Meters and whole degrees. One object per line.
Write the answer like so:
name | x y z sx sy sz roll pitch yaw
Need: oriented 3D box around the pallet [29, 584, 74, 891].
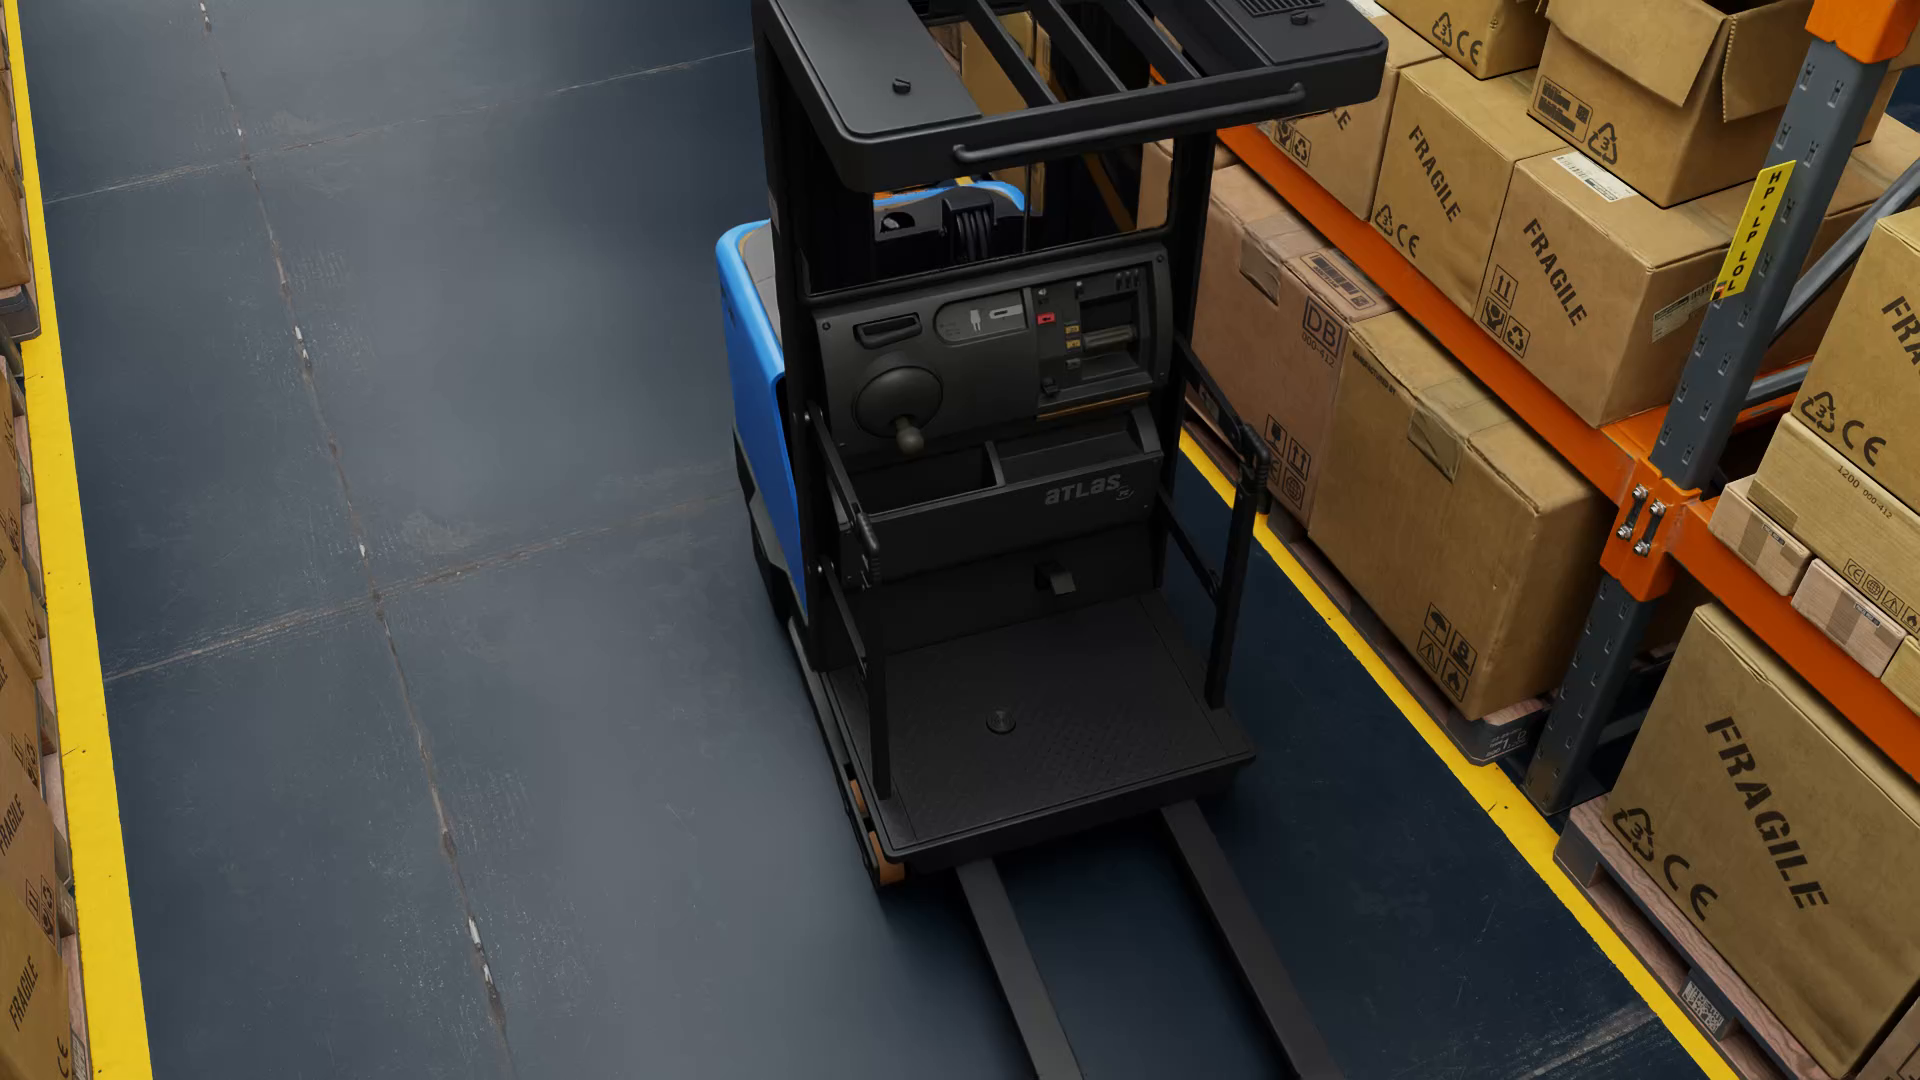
pallet | -3.230 0.688 4.902 1.003 0.211 1.213 -18 47 -17

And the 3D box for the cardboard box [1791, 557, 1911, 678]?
cardboard box | 2.092 0.113 3.678 0.380 0.149 0.250 -20 48 -19

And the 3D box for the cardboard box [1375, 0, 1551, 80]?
cardboard box | 1.604 -1.668 4.520 0.797 0.503 0.637 -18 47 -17

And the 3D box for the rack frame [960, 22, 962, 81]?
rack frame | 0.477 -2.979 6.634 1.000 3.000 0.127 -18 47 -17

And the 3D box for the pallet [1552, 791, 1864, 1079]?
pallet | 2.407 1.070 4.515 1.003 0.211 1.213 -18 47 -17

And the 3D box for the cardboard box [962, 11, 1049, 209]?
cardboard box | 0.748 -1.927 6.781 1.225 0.875 0.875 -20 48 -19

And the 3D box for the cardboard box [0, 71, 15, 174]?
cardboard box | -4.611 -1.898 6.841 1.050 0.750 0.750 -17 47 -17

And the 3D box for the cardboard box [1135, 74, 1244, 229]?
cardboard box | 1.116 -1.356 6.203 1.225 0.875 0.875 -18 47 -17

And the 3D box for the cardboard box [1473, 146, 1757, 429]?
cardboard box | 1.714 -0.683 4.236 0.500 0.500 0.500 -18 47 -17

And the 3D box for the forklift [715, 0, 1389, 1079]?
forklift | 0.170 -0.387 4.055 1.130 2.935 3.031 -13 46 -13

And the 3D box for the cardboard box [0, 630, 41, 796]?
cardboard box | -2.911 0.495 4.594 0.500 0.500 0.500 -17 47 -17

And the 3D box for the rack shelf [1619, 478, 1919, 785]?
rack shelf | 2.999 1.100 3.011 1.077 0.370 4.000 -18 47 -17

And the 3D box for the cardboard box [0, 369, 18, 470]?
cardboard box | -3.552 -0.496 5.598 0.500 0.500 0.500 -18 47 -18

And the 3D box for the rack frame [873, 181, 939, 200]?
rack frame | -0.184 -0.816 5.722 0.240 1.200 0.006 -13 46 -13

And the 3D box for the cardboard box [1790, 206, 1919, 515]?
cardboard box | 2.128 -0.369 3.349 0.500 0.500 0.500 -18 47 -17

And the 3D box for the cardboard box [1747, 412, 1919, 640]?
cardboard box | 2.118 -0.106 3.617 0.500 0.250 0.500 -19 48 -18

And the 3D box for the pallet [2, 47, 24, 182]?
pallet | -4.838 -1.887 7.512 1.003 0.211 1.213 -18 47 -17

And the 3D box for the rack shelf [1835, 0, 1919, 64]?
rack shelf | 2.999 0.033 1.958 1.077 0.370 4.000 -18 47 -17

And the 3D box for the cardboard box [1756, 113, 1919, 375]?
cardboard box | 2.192 -0.833 4.387 0.500 0.500 0.500 -18 47 -17

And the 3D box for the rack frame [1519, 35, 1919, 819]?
rack frame | 2.159 -0.430 4.050 1.000 3.000 0.127 -18 47 -17

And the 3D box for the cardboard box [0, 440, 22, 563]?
cardboard box | -3.337 -0.164 5.262 0.500 0.500 0.500 -16 47 -16

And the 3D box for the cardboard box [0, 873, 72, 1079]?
cardboard box | -2.454 1.161 3.918 0.500 0.500 0.500 -16 47 -16

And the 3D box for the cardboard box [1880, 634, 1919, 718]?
cardboard box | 2.203 0.281 3.508 0.380 0.149 0.250 -17 47 -16

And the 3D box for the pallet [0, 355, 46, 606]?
pallet | -3.739 -0.088 5.689 1.003 0.211 1.213 -18 47 -17

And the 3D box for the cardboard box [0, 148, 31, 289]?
cardboard box | -4.240 -1.342 6.277 1.050 0.750 0.750 -19 48 -18

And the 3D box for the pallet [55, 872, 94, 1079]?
pallet | -2.713 1.467 4.113 1.003 0.211 1.213 -18 47 -17

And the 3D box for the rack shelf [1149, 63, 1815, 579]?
rack shelf | 1.318 -1.449 5.595 1.077 0.370 4.000 -18 47 -17

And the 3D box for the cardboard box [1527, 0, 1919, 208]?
cardboard box | 1.882 -1.228 4.073 0.797 0.503 0.637 -19 48 -18

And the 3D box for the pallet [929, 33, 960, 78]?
pallet | 0.149 -2.485 8.118 1.003 0.211 1.213 -18 47 -17

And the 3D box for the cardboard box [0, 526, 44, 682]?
cardboard box | -3.100 0.168 4.925 0.500 0.500 0.500 -20 48 -19

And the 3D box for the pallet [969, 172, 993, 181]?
pallet | 0.740 -1.462 7.081 1.003 0.211 1.213 -18 47 -17

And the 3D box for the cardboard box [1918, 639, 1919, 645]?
cardboard box | 2.323 0.212 3.294 0.500 0.250 0.500 -18 47 -18

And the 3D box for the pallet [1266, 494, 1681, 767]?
pallet | 1.766 0.093 5.506 1.003 0.211 1.213 -18 47 -17

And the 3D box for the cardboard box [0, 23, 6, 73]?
cardboard box | -5.003 -2.492 7.442 1.050 0.750 0.750 -18 47 -17

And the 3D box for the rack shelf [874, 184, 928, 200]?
rack shelf | -0.214 -1.101 5.562 0.258 0.103 0.180 -13 46 -13

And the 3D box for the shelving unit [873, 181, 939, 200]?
shelving unit | -0.213 -0.877 5.784 0.258 1.200 0.189 -13 46 -13

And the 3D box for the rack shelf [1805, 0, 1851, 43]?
rack shelf | 1.318 -2.516 4.541 1.077 0.370 4.000 -18 47 -17

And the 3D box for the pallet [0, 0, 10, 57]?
pallet | -5.355 -2.666 8.301 1.003 0.211 1.213 -18 47 -17

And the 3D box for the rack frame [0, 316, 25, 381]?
rack frame | -4.066 -1.579 5.214 1.000 3.000 0.127 -18 47 -17

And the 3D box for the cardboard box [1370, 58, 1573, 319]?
cardboard box | 1.512 -1.001 4.557 0.500 0.500 0.500 -17 47 -16

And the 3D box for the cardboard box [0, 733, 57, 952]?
cardboard box | -2.678 0.825 4.259 0.500 0.500 0.500 -16 47 -16

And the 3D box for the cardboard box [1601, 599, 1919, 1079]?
cardboard box | 2.363 0.621 4.199 0.875 0.875 0.875 -18 47 -17

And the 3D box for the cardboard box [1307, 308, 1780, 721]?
cardboard box | 1.871 -0.225 5.056 1.225 0.875 0.875 -18 47 -17

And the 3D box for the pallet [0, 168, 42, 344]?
pallet | -4.329 -1.111 6.726 1.003 0.211 1.213 -18 47 -17

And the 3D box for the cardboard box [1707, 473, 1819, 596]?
cardboard box | 1.981 -0.054 3.848 0.380 0.149 0.250 -18 47 -17

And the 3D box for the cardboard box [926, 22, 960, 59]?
cardboard box | 0.177 -2.667 7.784 0.700 0.500 0.500 -20 48 -19

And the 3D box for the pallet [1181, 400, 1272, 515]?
pallet | 1.249 -0.686 6.295 1.003 0.211 1.213 -18 47 -17

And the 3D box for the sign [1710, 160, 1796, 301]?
sign | 1.670 -0.648 3.503 0.100 0.325 0.005 -18 47 -17

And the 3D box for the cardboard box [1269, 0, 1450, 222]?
cardboard box | 1.286 -1.331 4.893 0.500 0.500 0.500 -19 48 -18

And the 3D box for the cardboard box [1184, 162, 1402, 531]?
cardboard box | 1.495 -0.795 5.633 1.225 0.875 0.875 -20 48 -19

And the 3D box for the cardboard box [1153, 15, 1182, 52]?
cardboard box | 0.872 -1.971 5.541 0.500 0.500 0.500 -19 48 -18

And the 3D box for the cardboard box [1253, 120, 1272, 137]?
cardboard box | 1.080 -1.652 5.218 0.500 0.500 0.500 -18 47 -17
